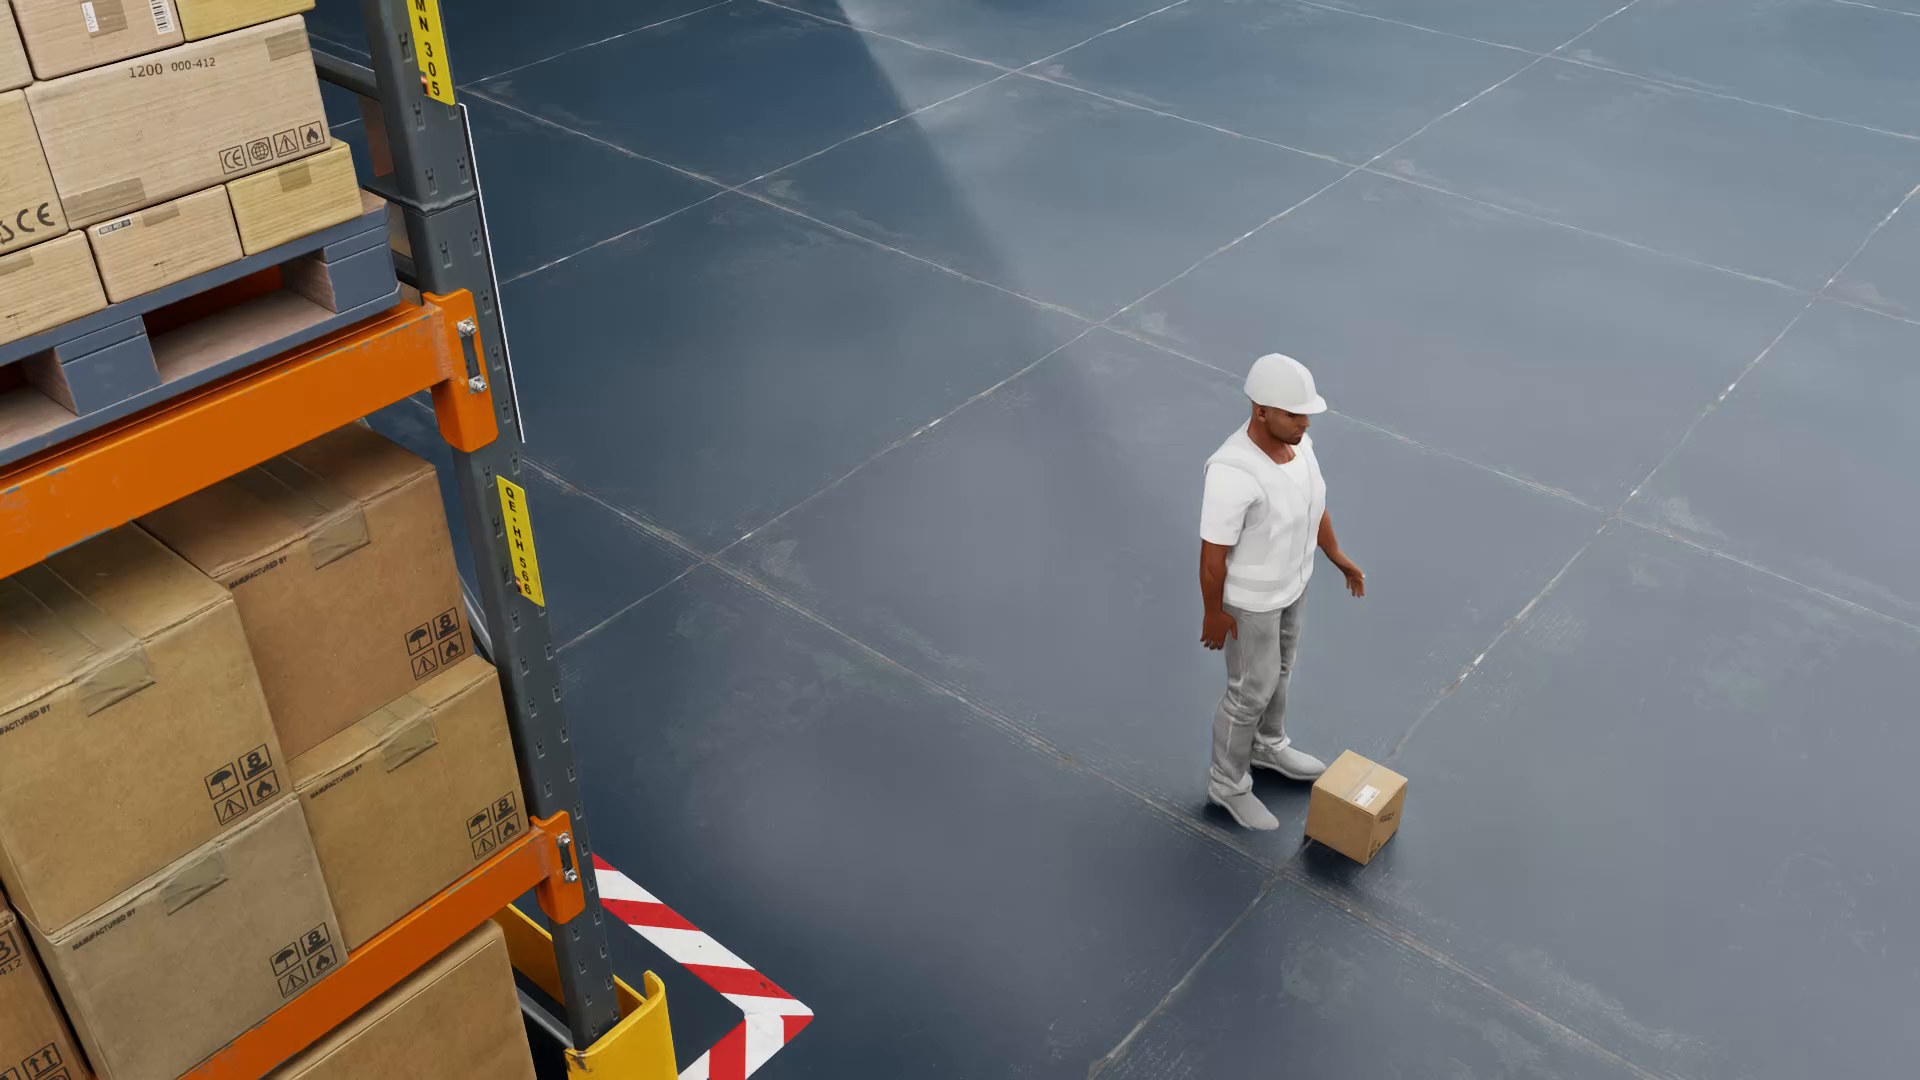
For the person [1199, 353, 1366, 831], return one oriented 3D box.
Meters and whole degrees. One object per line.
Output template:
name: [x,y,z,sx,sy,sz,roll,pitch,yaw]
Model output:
person: [1.115,0.186,5.856,0.491,1.808,0.590,21,40,27]
